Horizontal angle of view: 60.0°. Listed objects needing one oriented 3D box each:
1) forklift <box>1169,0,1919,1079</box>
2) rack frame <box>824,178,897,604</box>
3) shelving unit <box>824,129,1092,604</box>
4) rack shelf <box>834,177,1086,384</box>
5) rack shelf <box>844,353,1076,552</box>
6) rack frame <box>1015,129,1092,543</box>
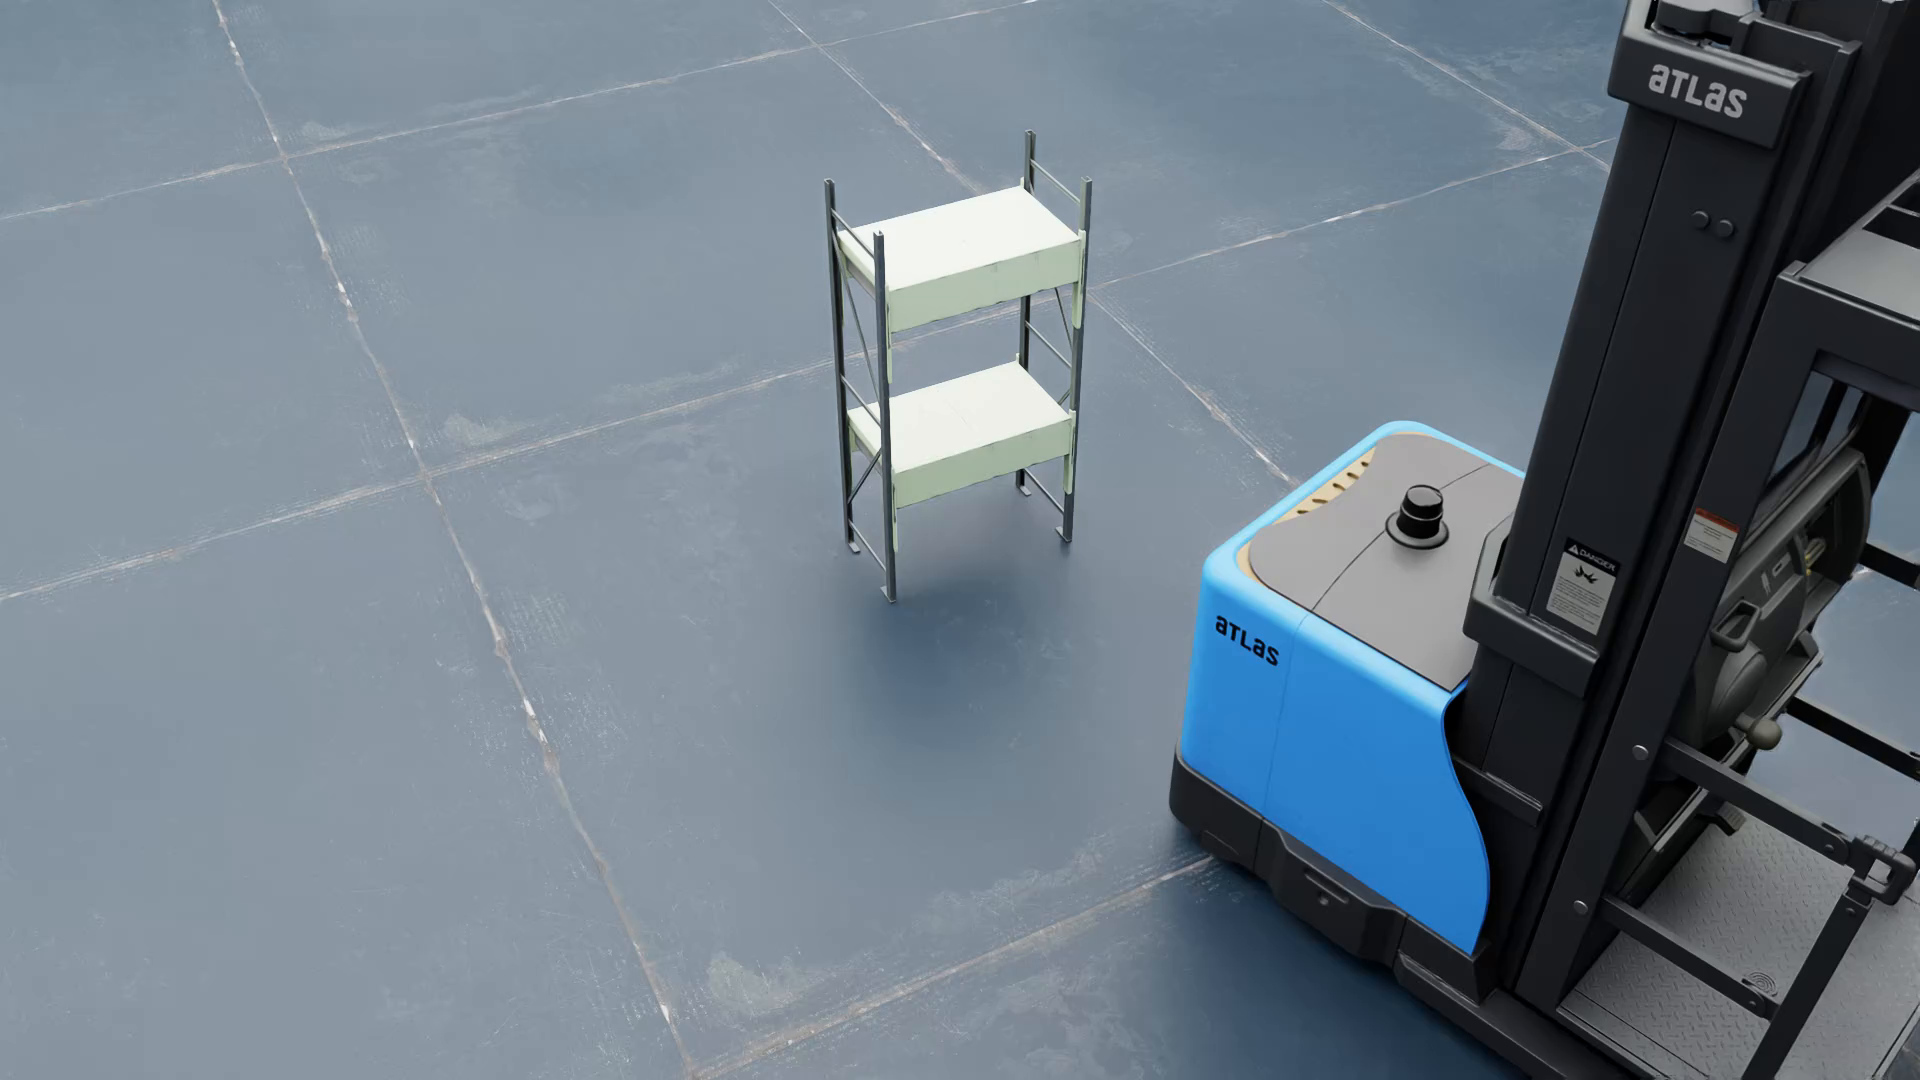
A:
[{"bbox_3d":[2.051,0.203,3.741,3.031,2.935,1.130,33,50,32],"label":"forklift"},{"bbox_3d":[-0.331,-0.461,5.634,0.023,1.500,0.400,-19,44,-21],"label":"rack frame"},{"bbox_3d":[-0.006,-0.570,5.763,0.755,1.500,0.431,-19,44,-21],"label":"shelving unit"},{"bbox_3d":[-0.006,-0.868,5.511,0.720,0.370,0.431,-19,44,-21],"label":"rack shelf"},{"bbox_3d":[-0.006,-0.322,5.974,0.720,0.370,0.431,-19,44,-21],"label":"rack shelf"},{"bbox_3d":[0.319,-0.680,5.892,0.023,1.500,0.400,-19,44,-21],"label":"rack frame"}]
